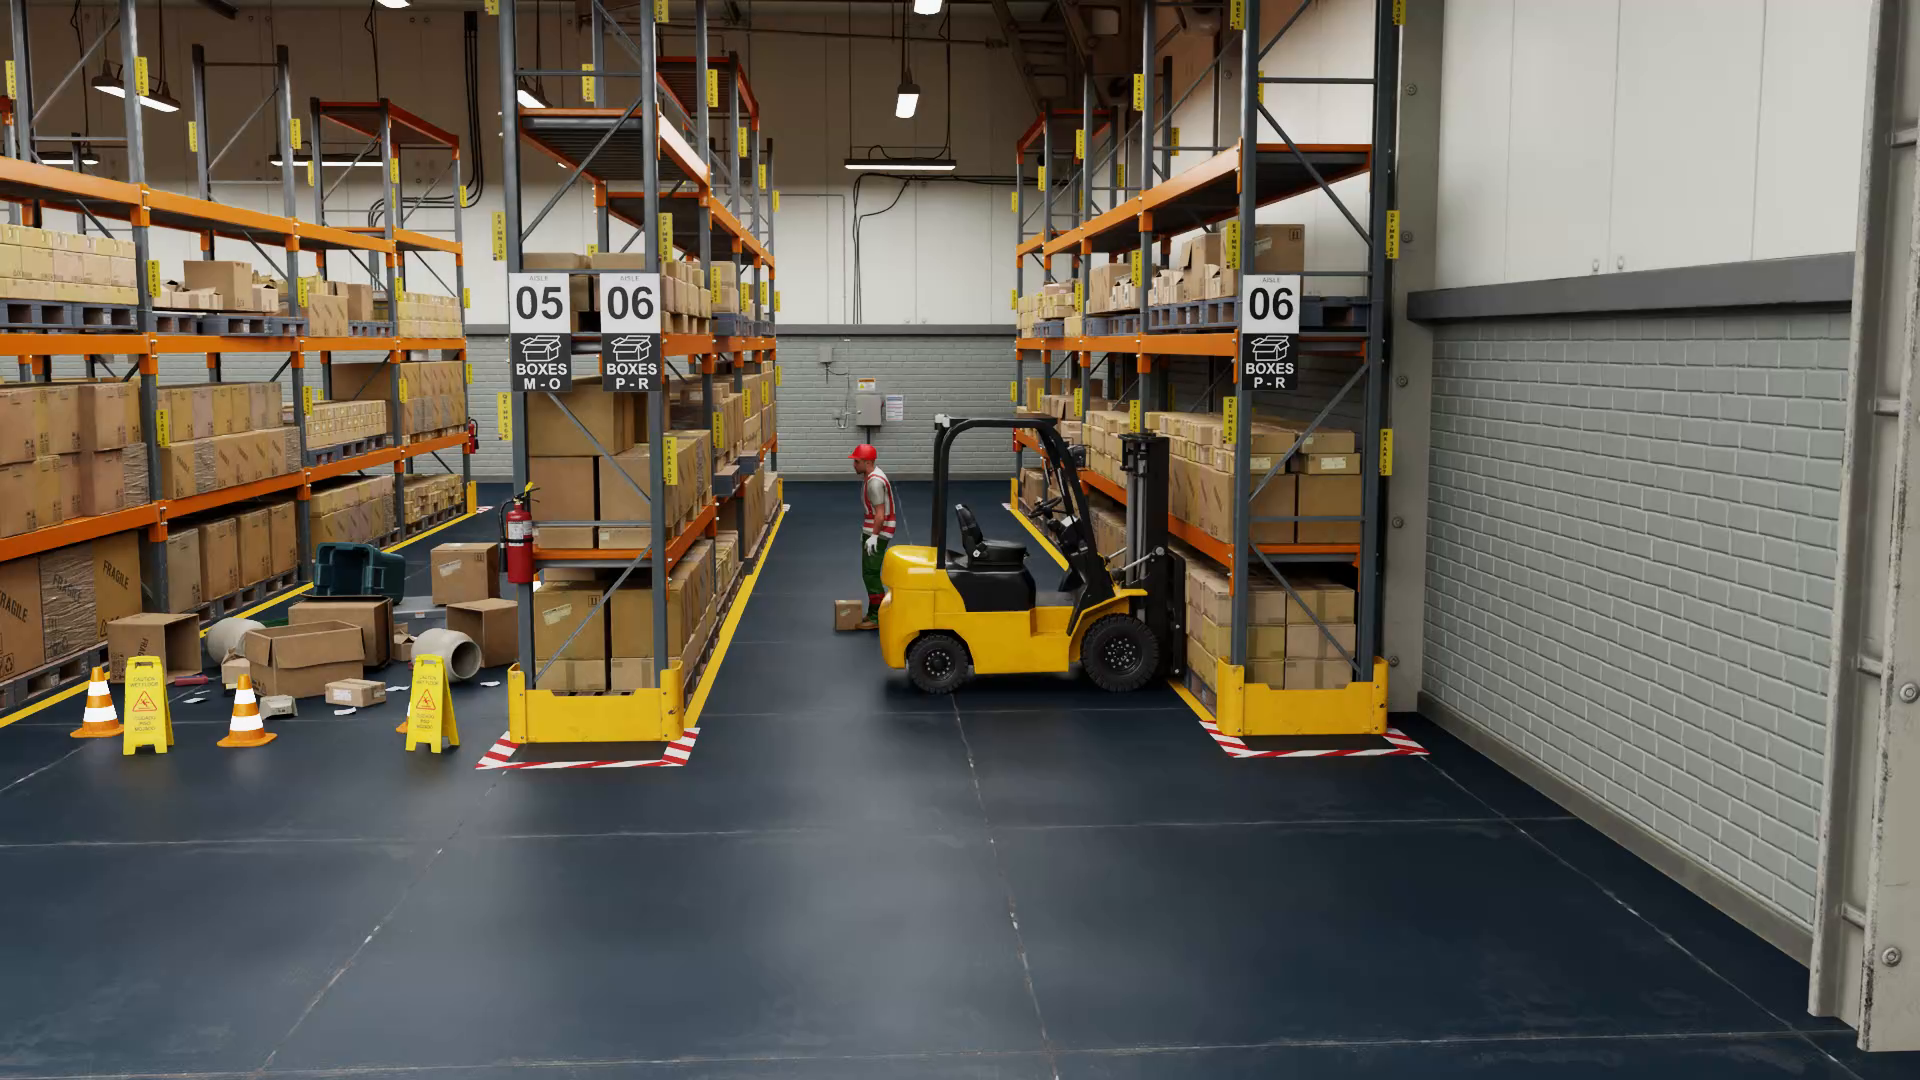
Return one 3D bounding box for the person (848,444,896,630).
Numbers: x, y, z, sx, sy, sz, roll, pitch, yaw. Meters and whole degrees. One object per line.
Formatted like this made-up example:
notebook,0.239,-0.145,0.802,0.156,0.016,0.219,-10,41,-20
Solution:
person,-0.851,-0.035,15.974,0.453,1.778,0.615,-1,7,-7
